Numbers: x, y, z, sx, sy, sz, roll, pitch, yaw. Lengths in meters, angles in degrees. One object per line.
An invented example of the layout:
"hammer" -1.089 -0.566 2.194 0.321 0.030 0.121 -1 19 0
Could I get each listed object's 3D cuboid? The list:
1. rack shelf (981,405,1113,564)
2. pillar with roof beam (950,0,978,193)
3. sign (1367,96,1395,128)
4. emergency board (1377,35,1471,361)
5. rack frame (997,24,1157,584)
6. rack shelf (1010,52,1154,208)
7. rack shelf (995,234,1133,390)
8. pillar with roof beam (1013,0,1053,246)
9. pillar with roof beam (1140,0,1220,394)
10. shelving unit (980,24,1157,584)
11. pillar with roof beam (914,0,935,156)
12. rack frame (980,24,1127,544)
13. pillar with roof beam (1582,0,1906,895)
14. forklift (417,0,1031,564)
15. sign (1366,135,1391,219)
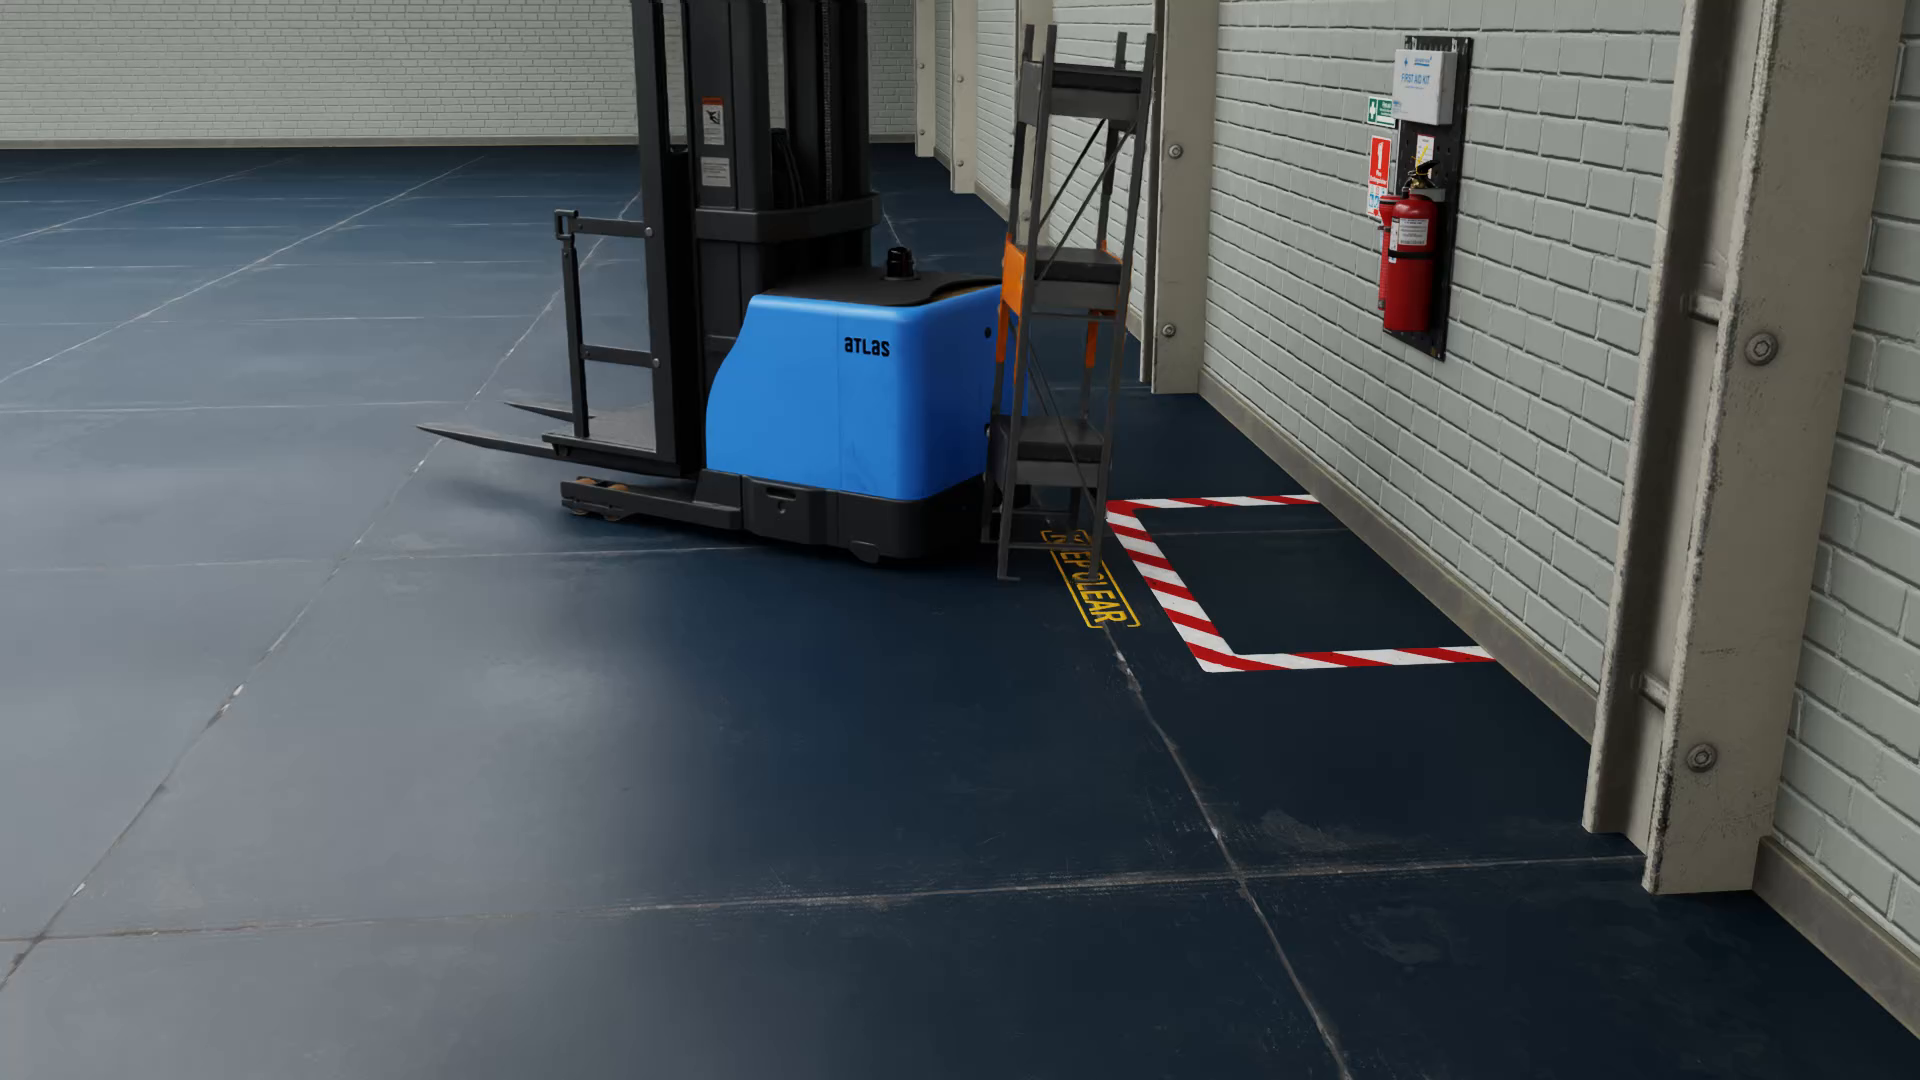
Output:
"rack shelf" 0.341 -0.229 6.723 0.431 0.518 0.480 2 17 -8
"pillar with roof beam" -4.229 -8.676 19.788 9.100 9.000 0.400 -2 18 -6
"sign" 1.730 -1.757 6.822 0.001 0.109 0.331 -2 18 -6
"emergency board" 1.693 -1.321 6.377 0.194 1.169 0.643 -2 18 -6
"rack frame" 0.429 -0.837 6.285 0.400 2.100 0.015 2 17 -8
"rack shelf" 0.453 -1.564 6.316 0.431 0.518 0.480 2 17 -8
"rack shelf" 0.397 -0.896 6.519 0.431 0.518 0.480 2 17 -8
"pillar with roof beam" -3.610 -6.888 14.094 9.100 9.000 0.400 -2 18 -6
"pillar with roof beam" -2.991 -5.101 8.400 9.100 9.000 0.400 -2 18 -6
"shelving unit" 0.398 -0.909 6.516 0.431 2.100 0.503 2 17 -8
"pillar with roof beam" -4.847 -10.463 25.482 9.100 9.000 0.400 -2 18 -6
"rack frame" 0.368 -0.982 6.746 0.400 2.100 0.015 2 17 -8
"pillar with roof beam" -2.372 -3.313 2.706 9.100 9.000 0.400 -2 18 -6
"forklift" -1.214 -1.605 7.398 3.031 2.935 1.130 10 20 29
"sign" 1.739 -1.506 6.907 0.001 0.329 0.234 -2 18 -6
